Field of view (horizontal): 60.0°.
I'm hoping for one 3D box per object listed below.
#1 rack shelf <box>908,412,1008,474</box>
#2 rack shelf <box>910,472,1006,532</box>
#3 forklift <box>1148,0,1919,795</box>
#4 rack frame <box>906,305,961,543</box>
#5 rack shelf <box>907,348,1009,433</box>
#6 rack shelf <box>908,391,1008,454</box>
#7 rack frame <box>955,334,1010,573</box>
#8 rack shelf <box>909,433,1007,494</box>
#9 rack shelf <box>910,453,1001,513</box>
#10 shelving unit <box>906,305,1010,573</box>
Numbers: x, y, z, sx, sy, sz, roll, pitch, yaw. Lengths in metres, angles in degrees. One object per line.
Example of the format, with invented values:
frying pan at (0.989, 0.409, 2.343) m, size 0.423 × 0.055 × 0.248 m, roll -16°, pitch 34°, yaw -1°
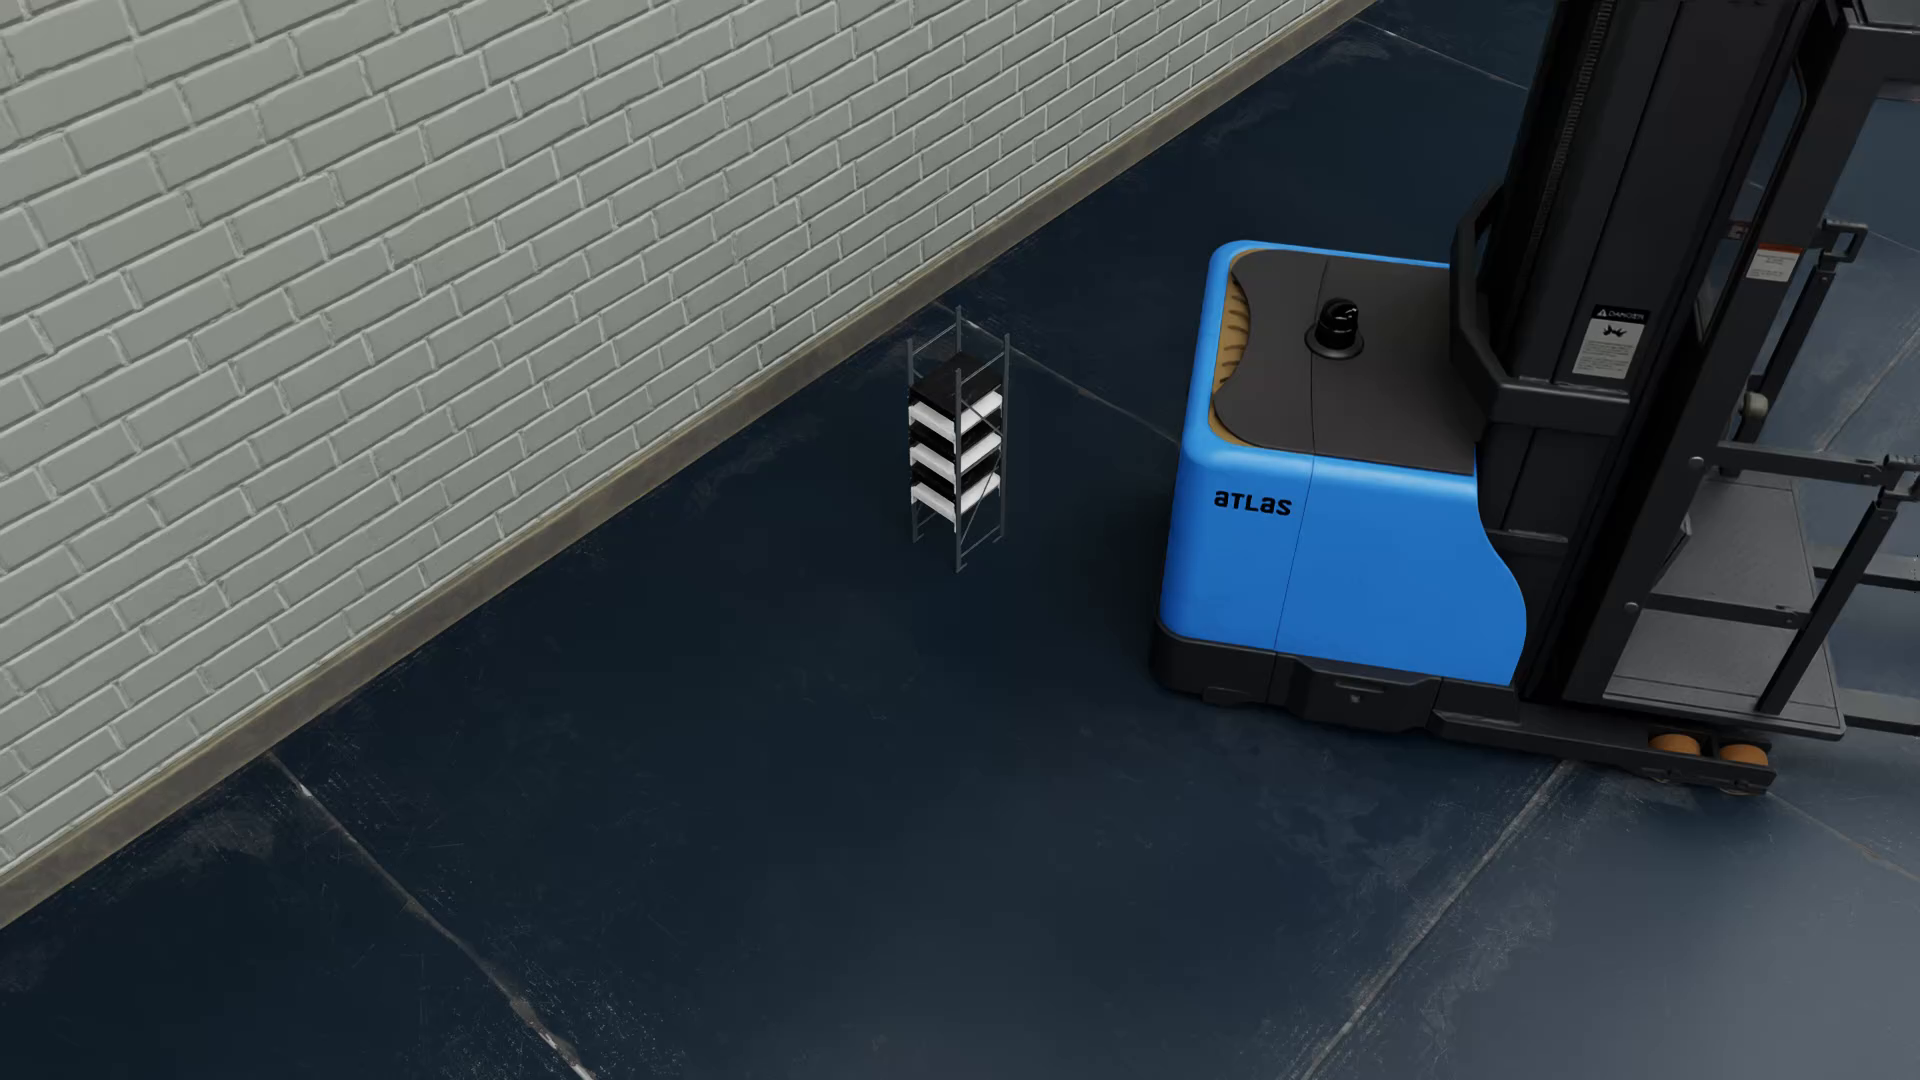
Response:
rack shelf at (-0.006, -0.351, 5.384) m, size 0.200 × 0.077 × 0.258 m, roll 34°, pitch 55°, yaw 28°
rack shelf at (-0.006, -0.166, 5.581) m, size 0.200 × 0.077 × 0.258 m, roll 34°, pitch 55°, yaw 28°
forklift at (2.167, -0.658, 4.357) m, size 3.031 × 2.935 × 1.130 m, roll 8°, pitch 47°, yaw 8°
rack frame at (-0.081, -0.362, 5.473) m, size 0.006 × 0.900 × 0.240 m, roll 34°, pitch 55°, yaw 28°
rack shelf at (-0.006, -0.474, 5.253) m, size 0.200 × 0.077 × 0.258 m, roll 34°, pitch 55°, yaw 28°
rack shelf at (-0.006, -0.412, 5.319) m, size 0.200 × 0.077 × 0.258 m, roll 34°, pitch 55°, yaw 28°
rack frame at (0.069, -0.262, 5.379) m, size 0.006 × 0.900 × 0.240 m, roll 34°, pitch 55°, yaw 28°
rack shelf at (-0.006, -0.289, 5.450) m, size 0.200 × 0.077 × 0.258 m, roll 34°, pitch 55°, yaw 28°
rack shelf at (-0.006, -0.228, 5.516) m, size 0.200 × 0.077 × 0.258 m, roll 34°, pitch 55°, yaw 28°
shelving unit at (-0.006, -0.312, 5.426) m, size 0.210 × 0.900 × 0.258 m, roll 34°, pitch 55°, yaw 28°
